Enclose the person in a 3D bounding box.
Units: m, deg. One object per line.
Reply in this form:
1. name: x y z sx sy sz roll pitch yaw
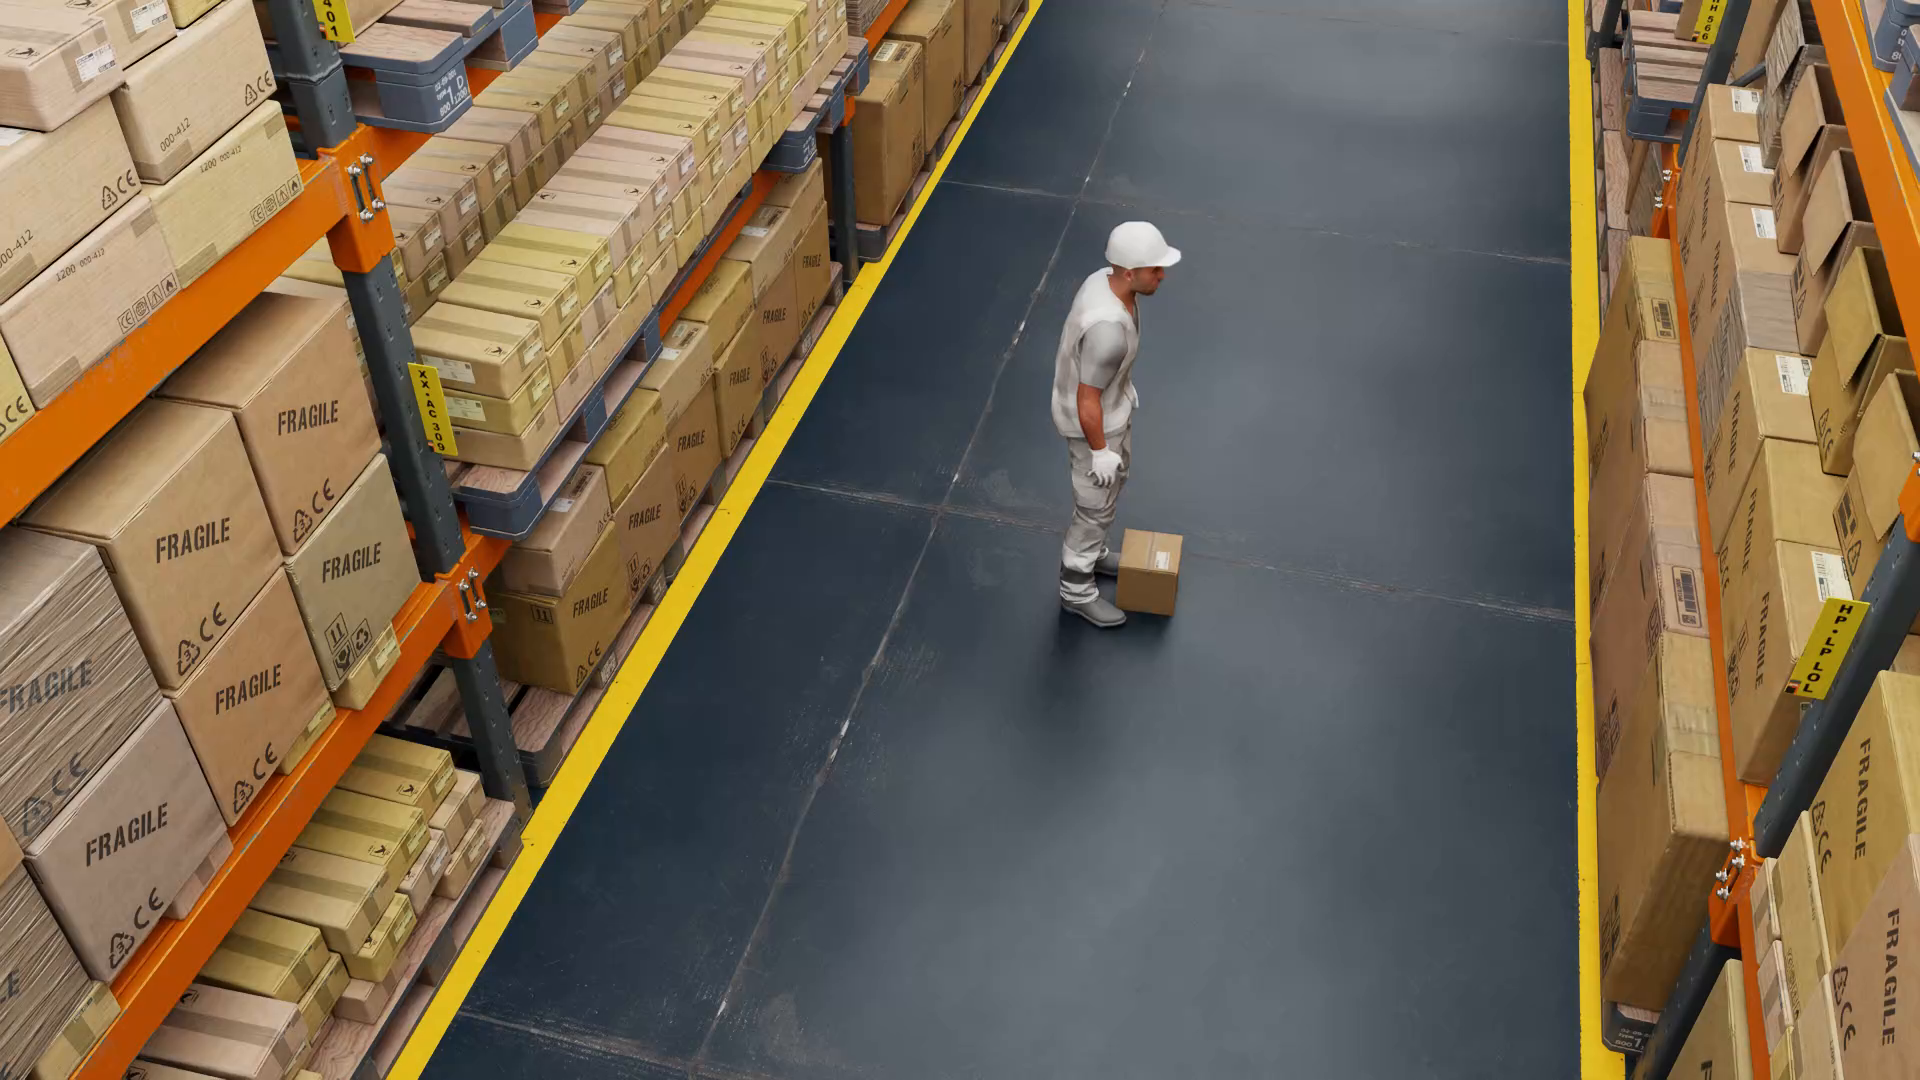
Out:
1. person: 0.598 -0.484 6.710 0.452 1.779 0.622 9 41 10
